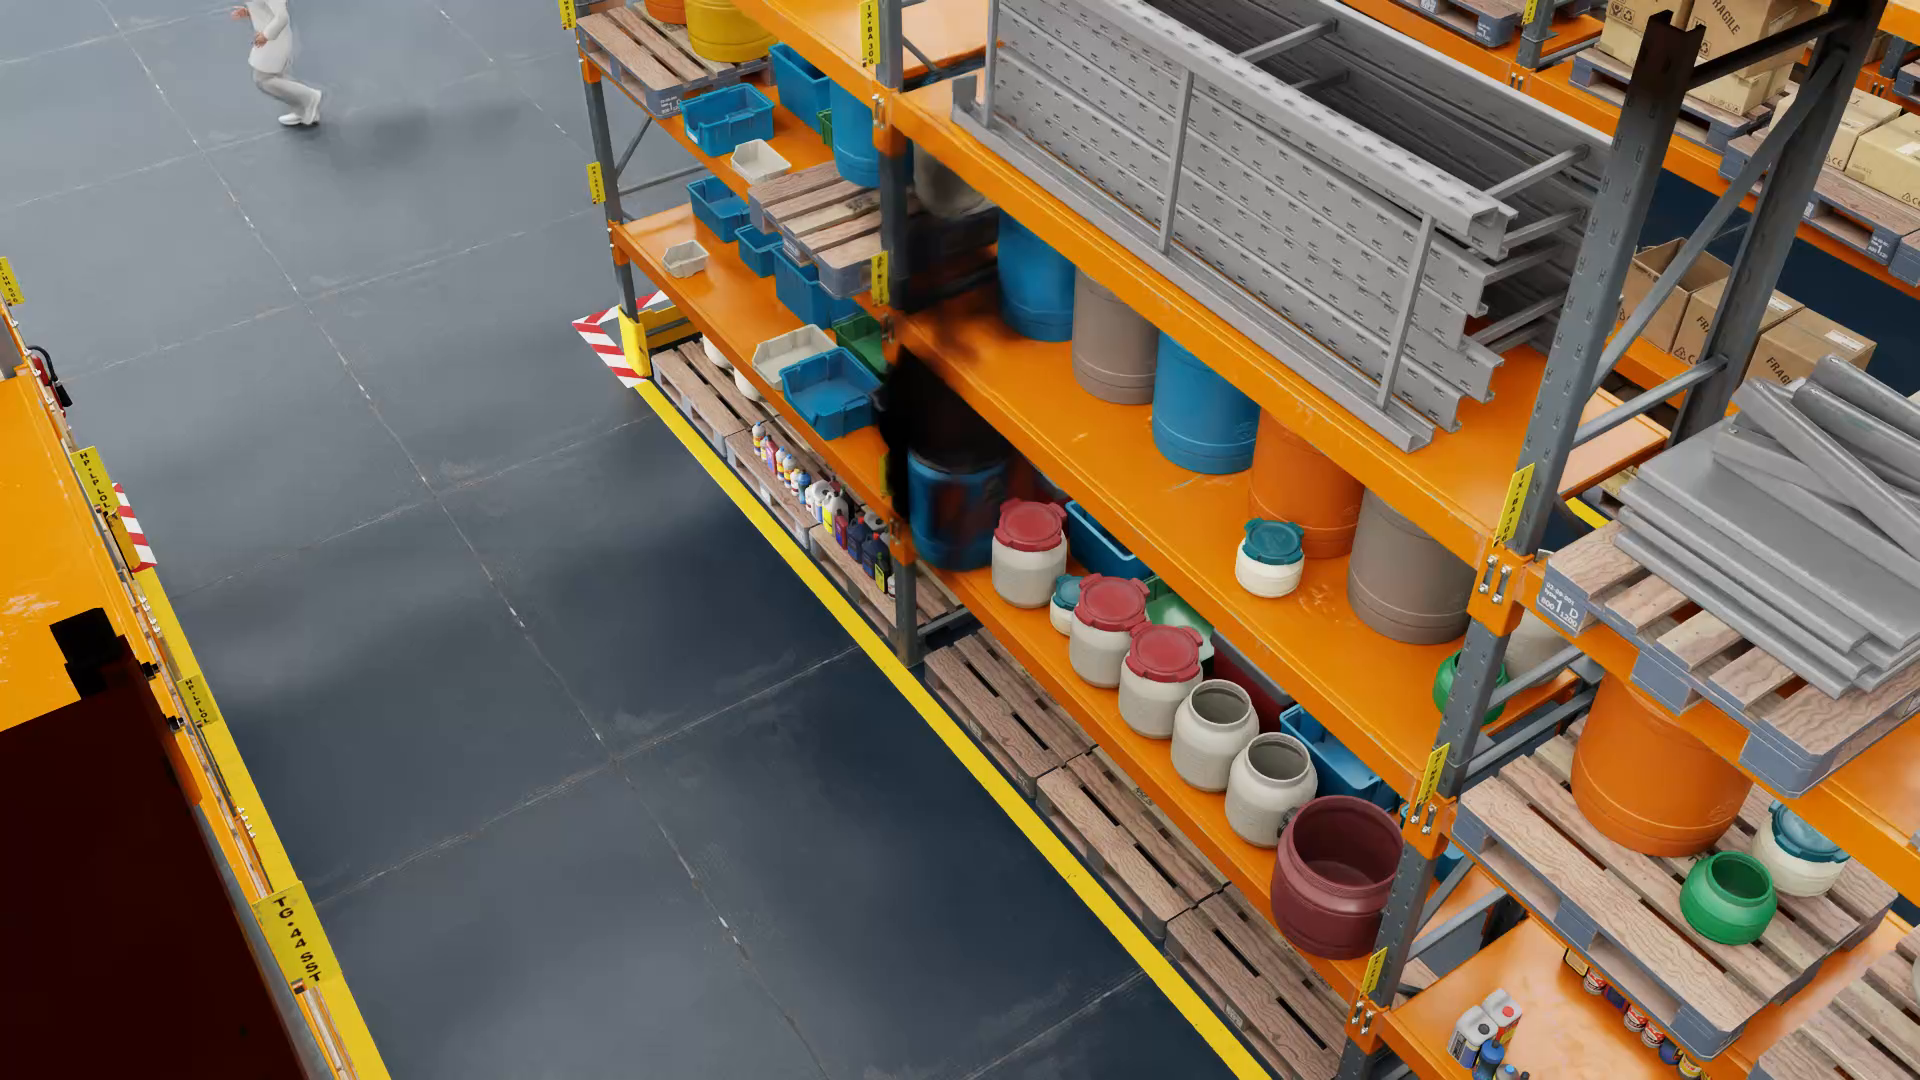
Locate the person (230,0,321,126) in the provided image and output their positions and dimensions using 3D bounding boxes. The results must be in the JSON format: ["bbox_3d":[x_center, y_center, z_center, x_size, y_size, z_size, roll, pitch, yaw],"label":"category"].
[{"bbox_3d":[-6.453,-4.686,15.565,0.651,1.729,0.703,-9,43,-10],"label":"person"}]
